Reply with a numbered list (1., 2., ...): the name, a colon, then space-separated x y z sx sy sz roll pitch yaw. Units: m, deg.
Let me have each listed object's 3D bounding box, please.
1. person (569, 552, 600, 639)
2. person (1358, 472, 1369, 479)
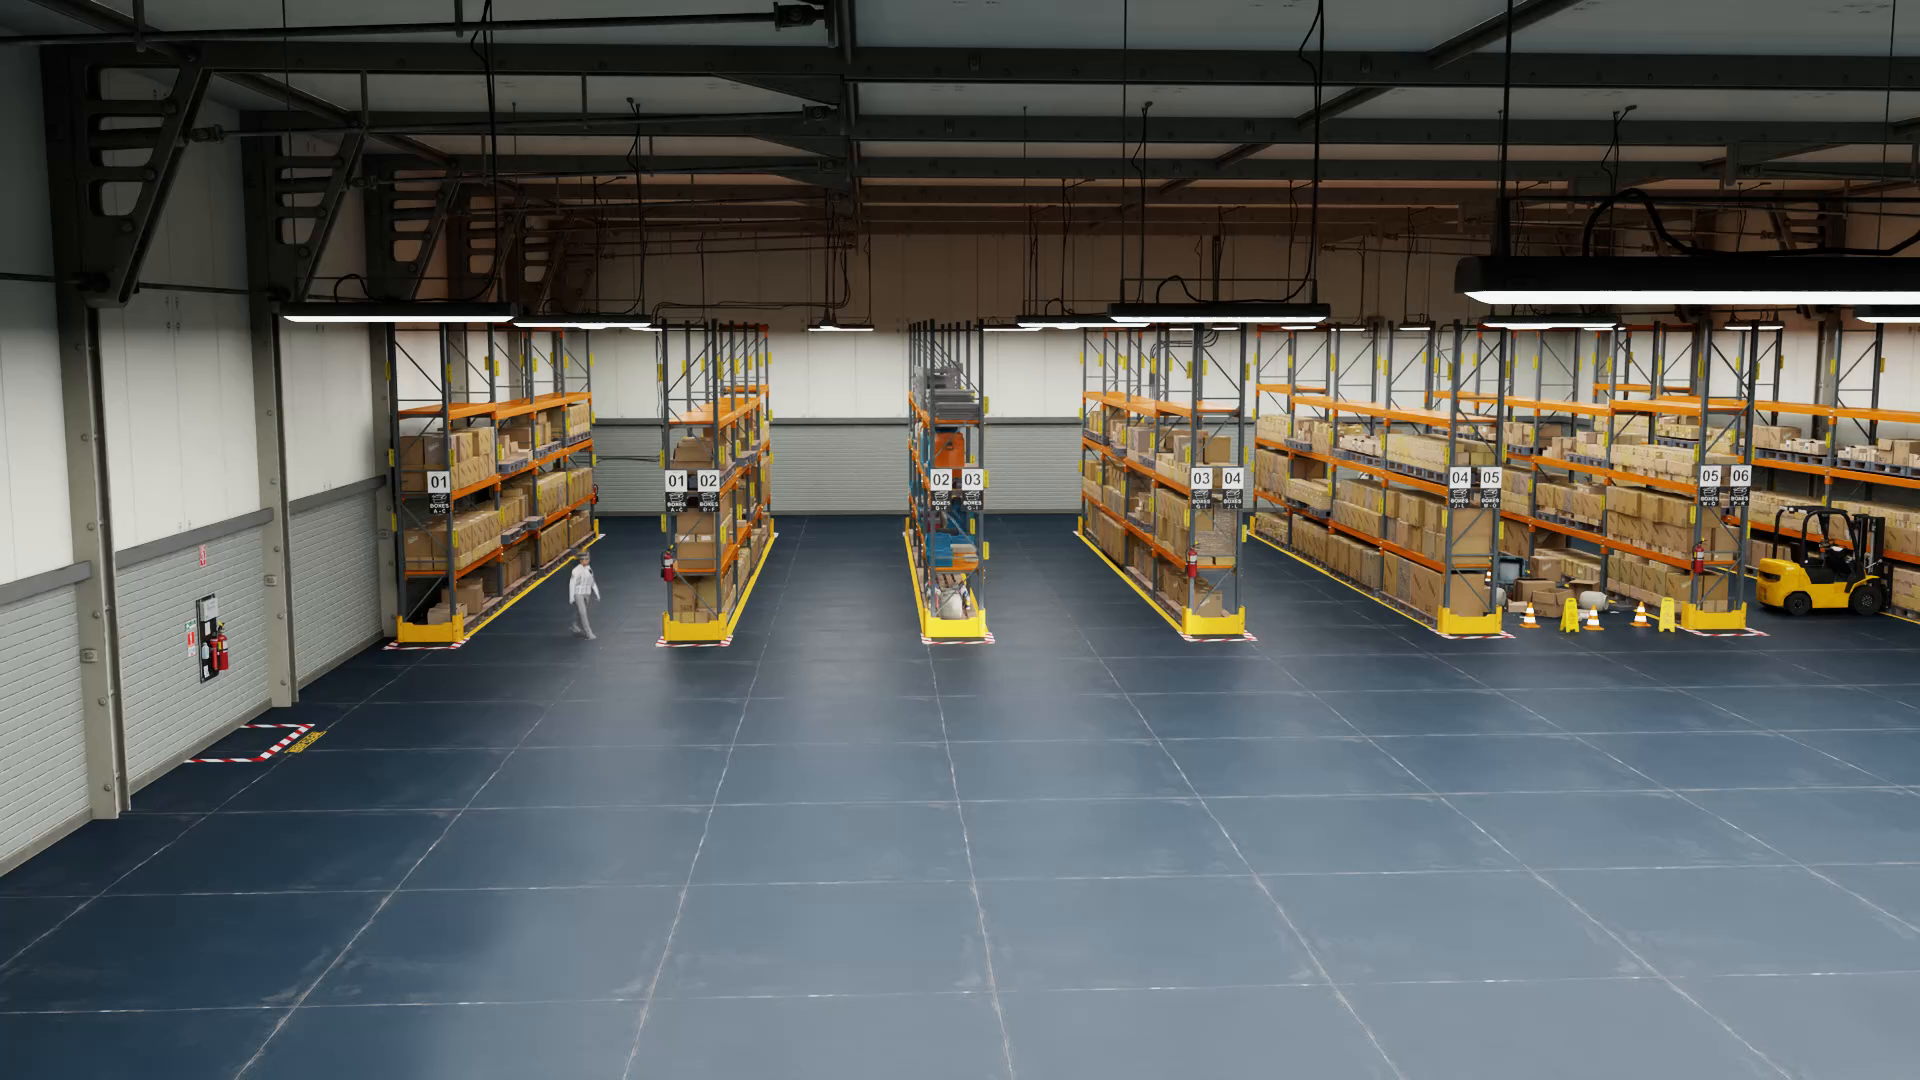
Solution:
1. person: -7.118 1.016 31.428 1.062 1.600 0.557 7 10 44
2. person: 12.709 -1.594 52.112 0.840 1.735 0.536 -5 9 -34
